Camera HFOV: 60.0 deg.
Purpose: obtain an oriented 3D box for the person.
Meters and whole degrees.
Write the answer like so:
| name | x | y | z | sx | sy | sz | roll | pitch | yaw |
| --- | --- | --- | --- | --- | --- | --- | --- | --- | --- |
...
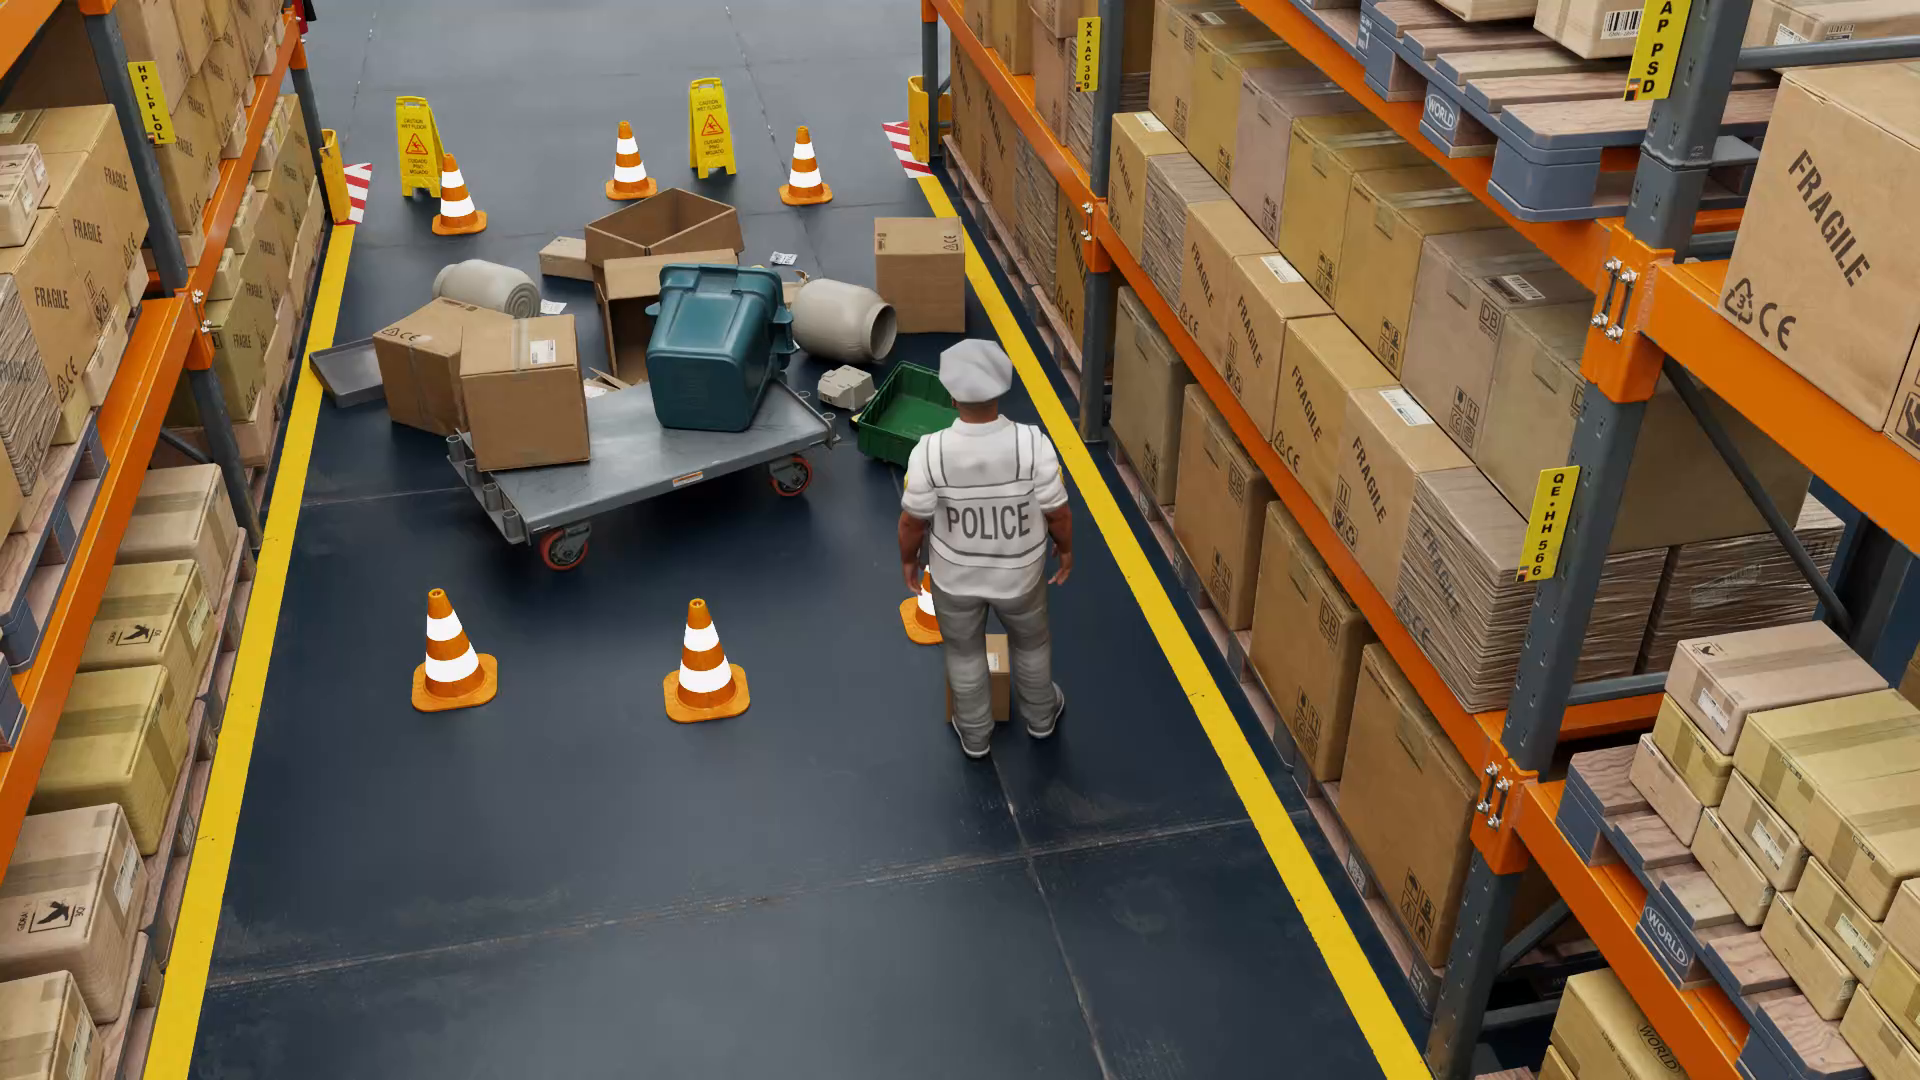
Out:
| name | x | y | z | sx | sy | sz | roll | pitch | yaw |
| --- | --- | --- | --- | --- | --- | --- | --- | --- | --- |
| person | 0.101 | 0.034 | 6.048 | 0.640 | 1.778 | 0.575 | 0 | 34 | 0 |
